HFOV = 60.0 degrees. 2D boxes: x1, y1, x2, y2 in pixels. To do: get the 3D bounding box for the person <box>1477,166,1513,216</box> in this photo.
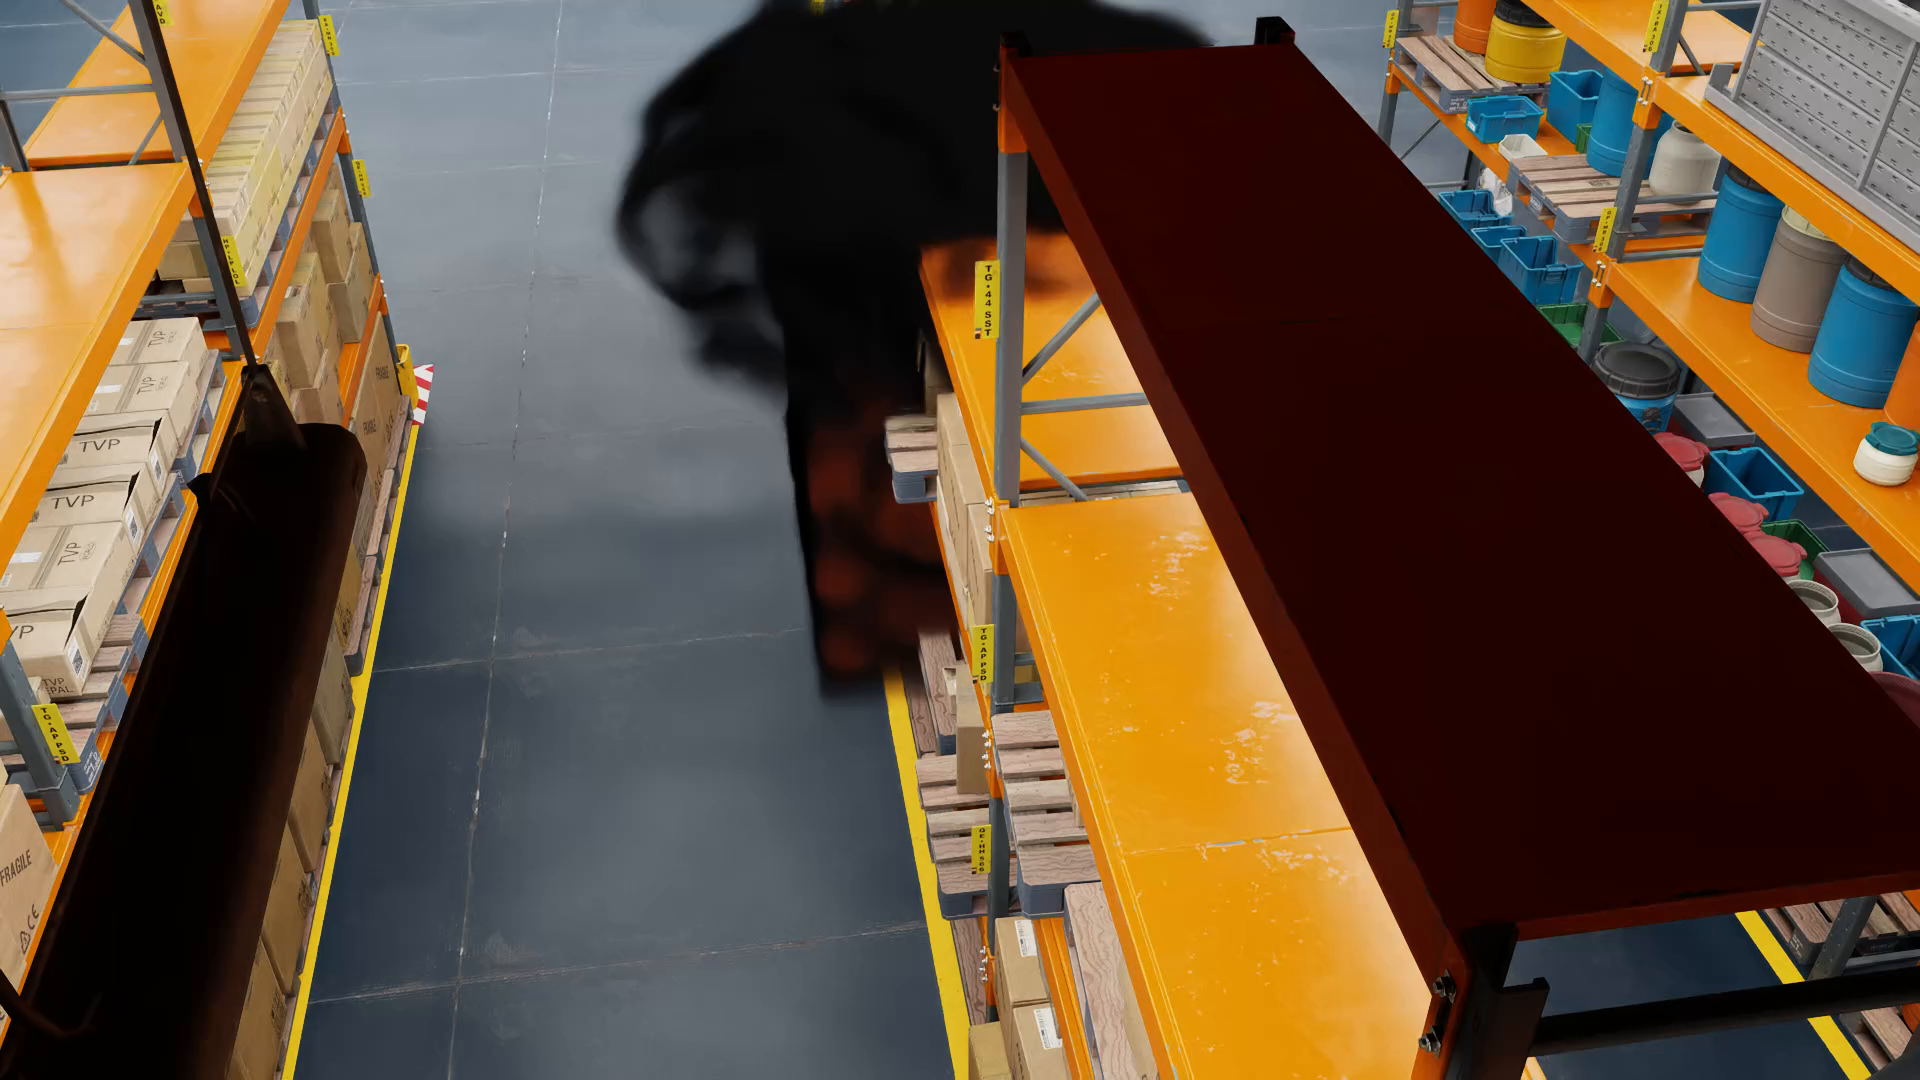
[{"bbox_3d":[5.293,-3.256,16.511,0.594,1.662,0.594,30,46,34],"label":"person"}]
